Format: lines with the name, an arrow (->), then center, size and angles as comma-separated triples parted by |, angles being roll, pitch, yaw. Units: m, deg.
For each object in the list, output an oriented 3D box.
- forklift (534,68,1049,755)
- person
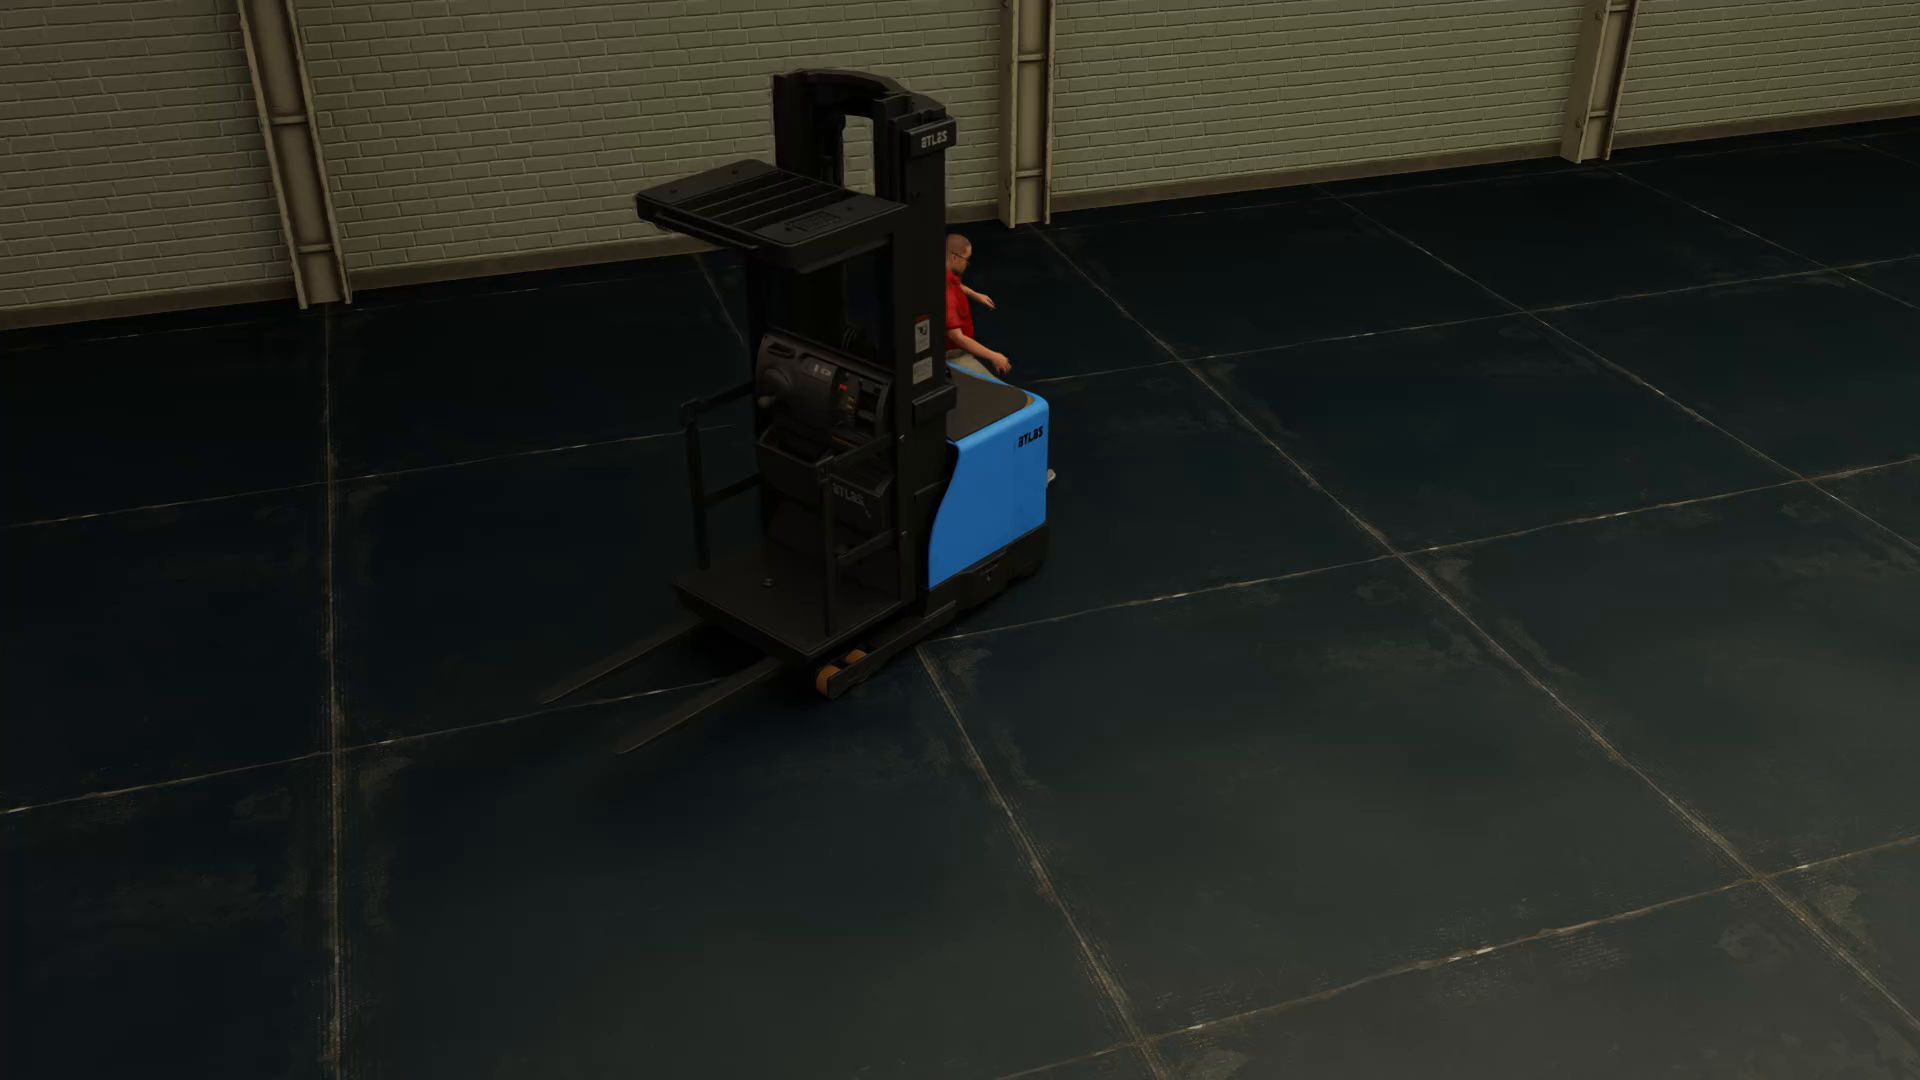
forklift -> -0.846, -0.739, 8.372 | 1.130, 2.935, 3.031 | 24, 38, 35
person -> 0.044, -1.203, 10.607 | 0.994, 1.573, 1.046 | -5, 30, -8
